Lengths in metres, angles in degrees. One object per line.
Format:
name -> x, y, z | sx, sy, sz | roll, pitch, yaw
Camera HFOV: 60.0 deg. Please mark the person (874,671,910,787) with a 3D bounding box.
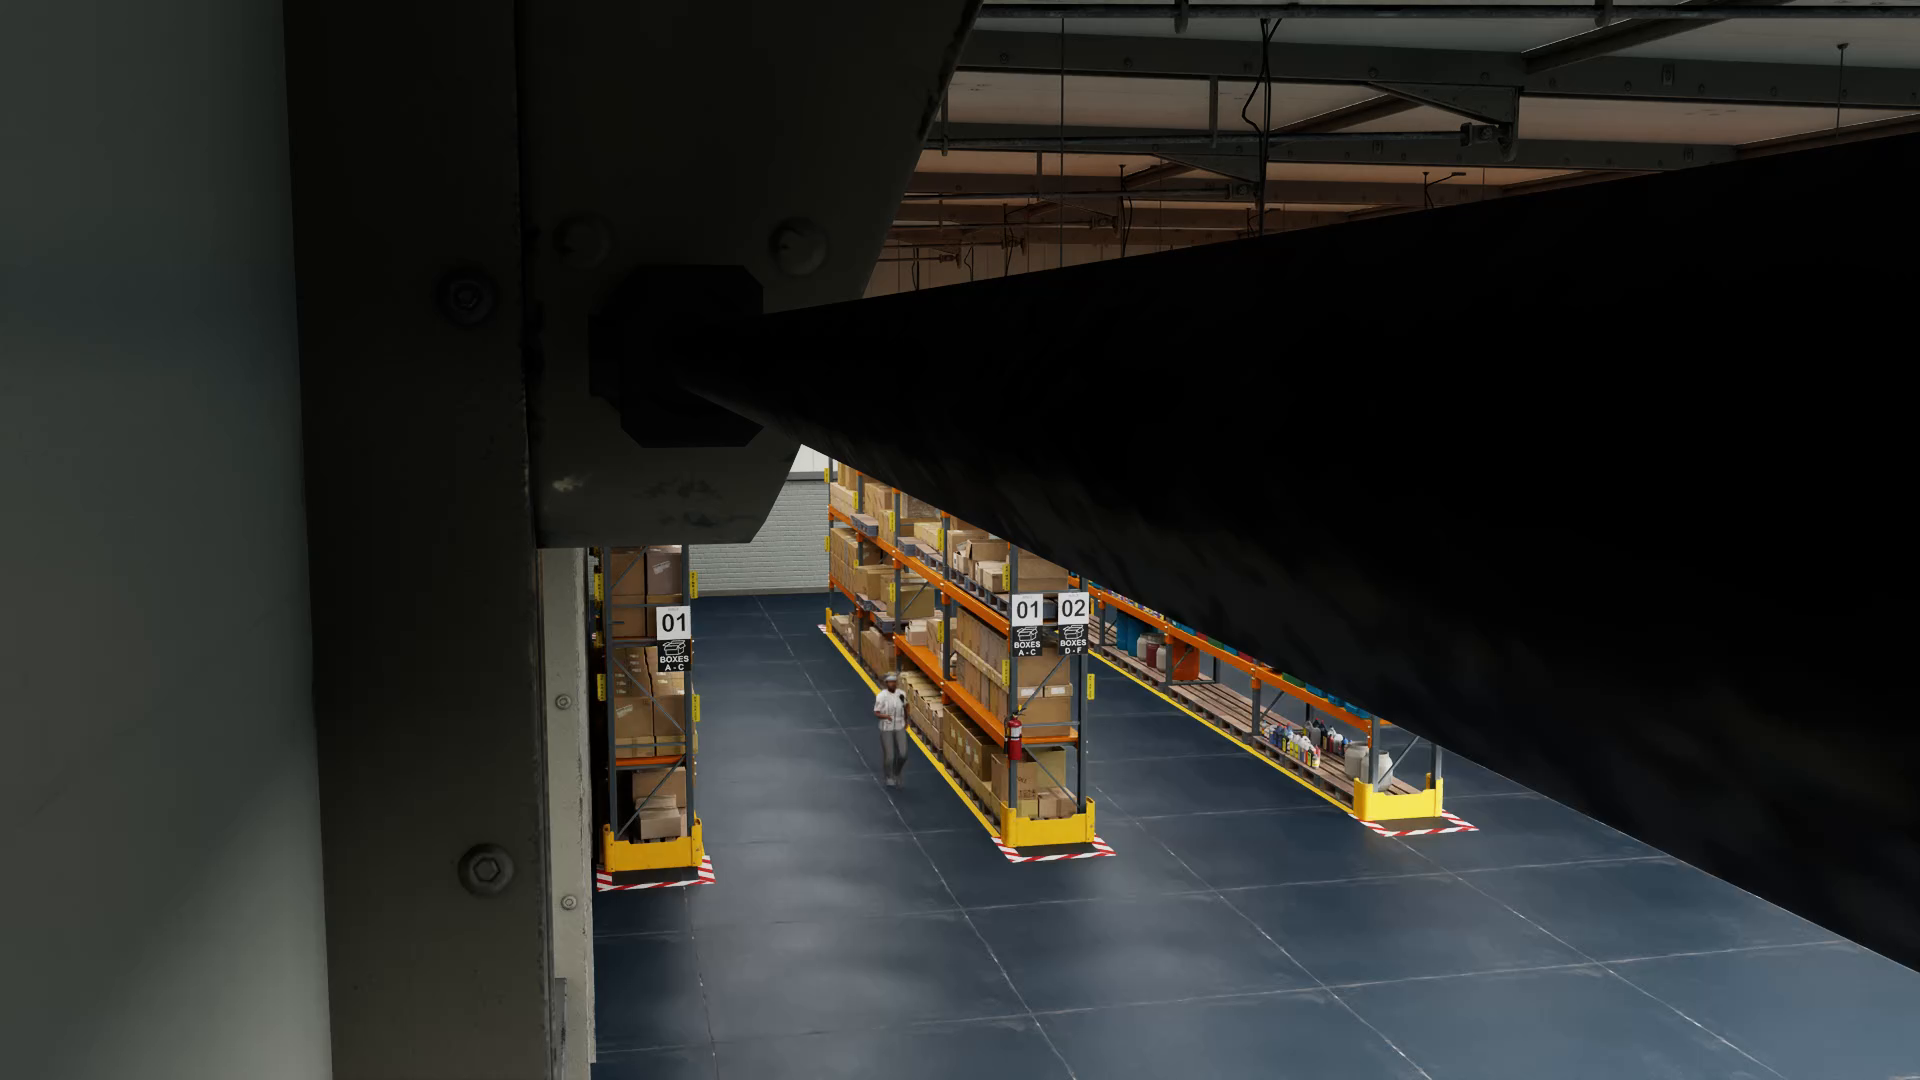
person -> -0.937, 2.687, 23.479 | 0.535, 1.685, 0.605 | -2, 7, -16
